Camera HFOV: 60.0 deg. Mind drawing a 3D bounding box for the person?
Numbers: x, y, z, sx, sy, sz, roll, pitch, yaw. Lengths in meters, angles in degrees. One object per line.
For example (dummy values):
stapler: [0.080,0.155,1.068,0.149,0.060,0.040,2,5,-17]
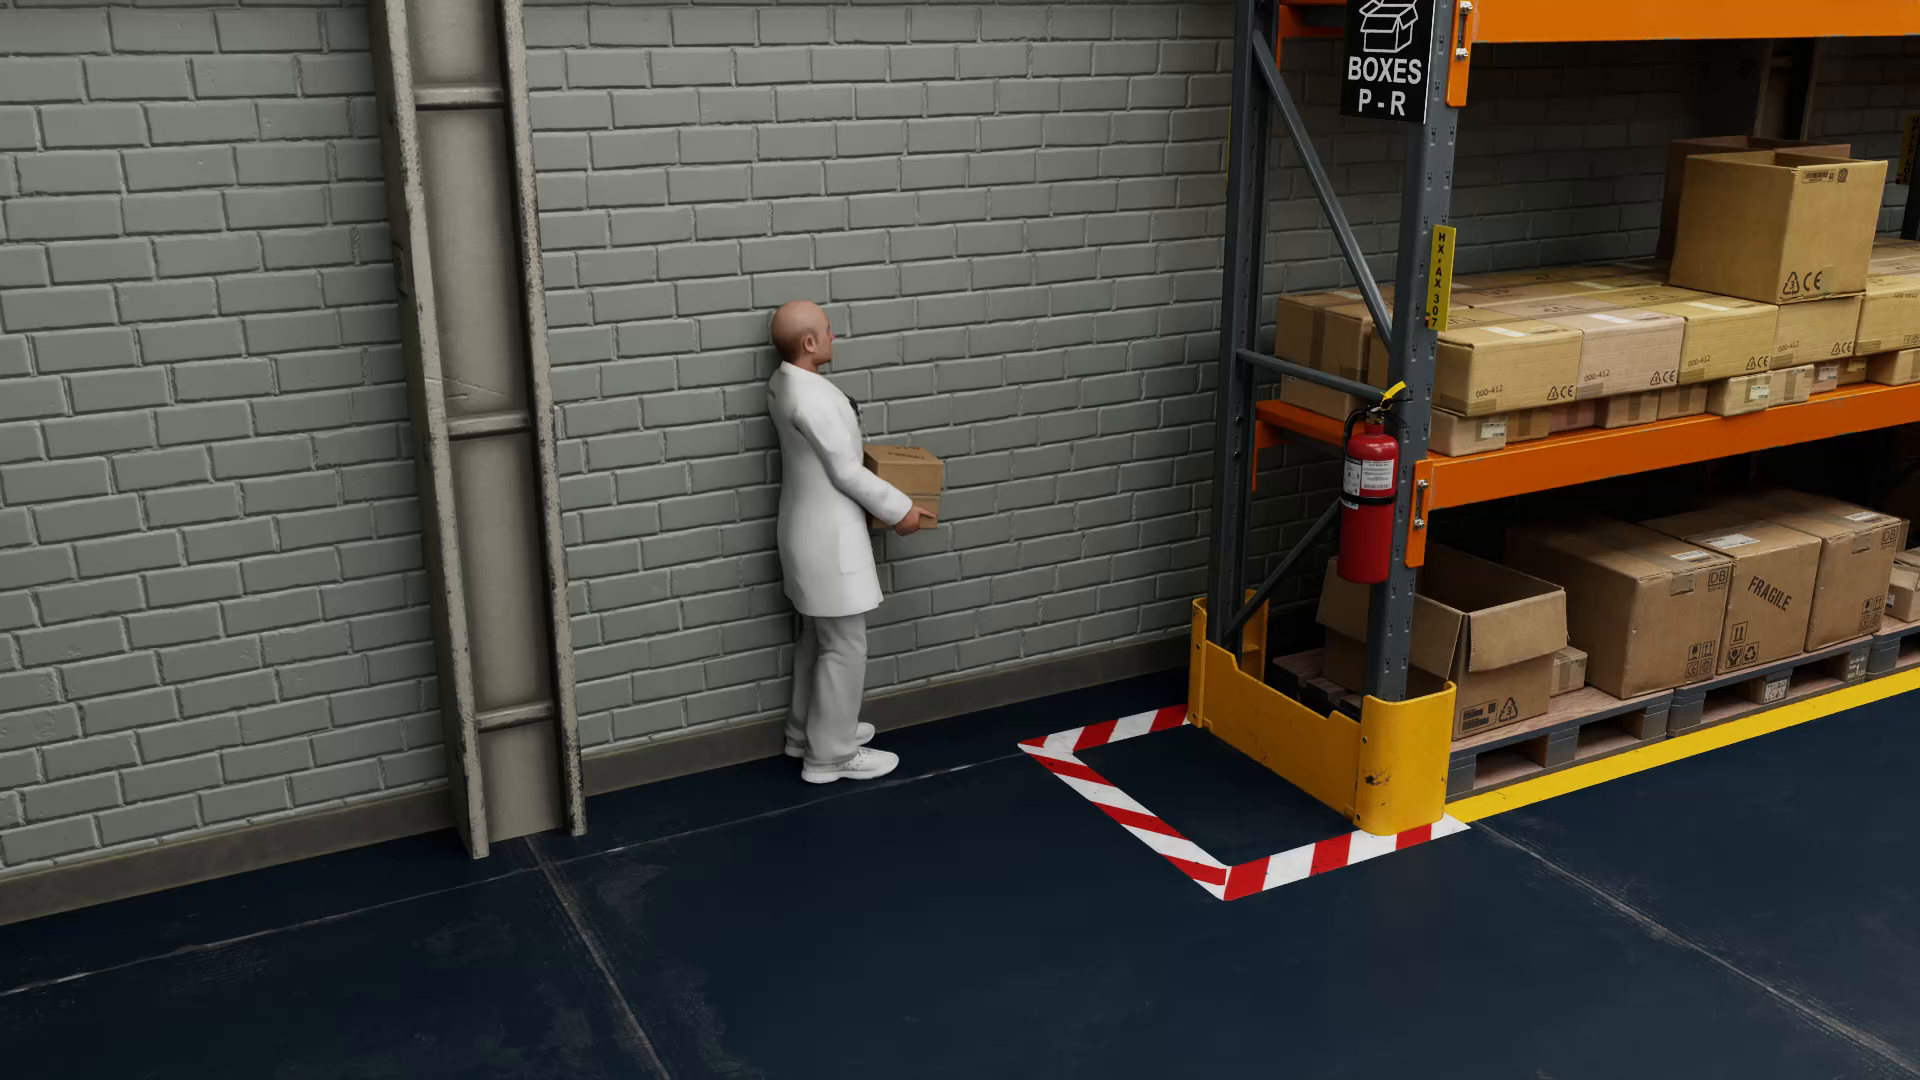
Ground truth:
person: [-0.400,-0.006,6.109,0.557,1.772,0.530,-7,19,-19]
